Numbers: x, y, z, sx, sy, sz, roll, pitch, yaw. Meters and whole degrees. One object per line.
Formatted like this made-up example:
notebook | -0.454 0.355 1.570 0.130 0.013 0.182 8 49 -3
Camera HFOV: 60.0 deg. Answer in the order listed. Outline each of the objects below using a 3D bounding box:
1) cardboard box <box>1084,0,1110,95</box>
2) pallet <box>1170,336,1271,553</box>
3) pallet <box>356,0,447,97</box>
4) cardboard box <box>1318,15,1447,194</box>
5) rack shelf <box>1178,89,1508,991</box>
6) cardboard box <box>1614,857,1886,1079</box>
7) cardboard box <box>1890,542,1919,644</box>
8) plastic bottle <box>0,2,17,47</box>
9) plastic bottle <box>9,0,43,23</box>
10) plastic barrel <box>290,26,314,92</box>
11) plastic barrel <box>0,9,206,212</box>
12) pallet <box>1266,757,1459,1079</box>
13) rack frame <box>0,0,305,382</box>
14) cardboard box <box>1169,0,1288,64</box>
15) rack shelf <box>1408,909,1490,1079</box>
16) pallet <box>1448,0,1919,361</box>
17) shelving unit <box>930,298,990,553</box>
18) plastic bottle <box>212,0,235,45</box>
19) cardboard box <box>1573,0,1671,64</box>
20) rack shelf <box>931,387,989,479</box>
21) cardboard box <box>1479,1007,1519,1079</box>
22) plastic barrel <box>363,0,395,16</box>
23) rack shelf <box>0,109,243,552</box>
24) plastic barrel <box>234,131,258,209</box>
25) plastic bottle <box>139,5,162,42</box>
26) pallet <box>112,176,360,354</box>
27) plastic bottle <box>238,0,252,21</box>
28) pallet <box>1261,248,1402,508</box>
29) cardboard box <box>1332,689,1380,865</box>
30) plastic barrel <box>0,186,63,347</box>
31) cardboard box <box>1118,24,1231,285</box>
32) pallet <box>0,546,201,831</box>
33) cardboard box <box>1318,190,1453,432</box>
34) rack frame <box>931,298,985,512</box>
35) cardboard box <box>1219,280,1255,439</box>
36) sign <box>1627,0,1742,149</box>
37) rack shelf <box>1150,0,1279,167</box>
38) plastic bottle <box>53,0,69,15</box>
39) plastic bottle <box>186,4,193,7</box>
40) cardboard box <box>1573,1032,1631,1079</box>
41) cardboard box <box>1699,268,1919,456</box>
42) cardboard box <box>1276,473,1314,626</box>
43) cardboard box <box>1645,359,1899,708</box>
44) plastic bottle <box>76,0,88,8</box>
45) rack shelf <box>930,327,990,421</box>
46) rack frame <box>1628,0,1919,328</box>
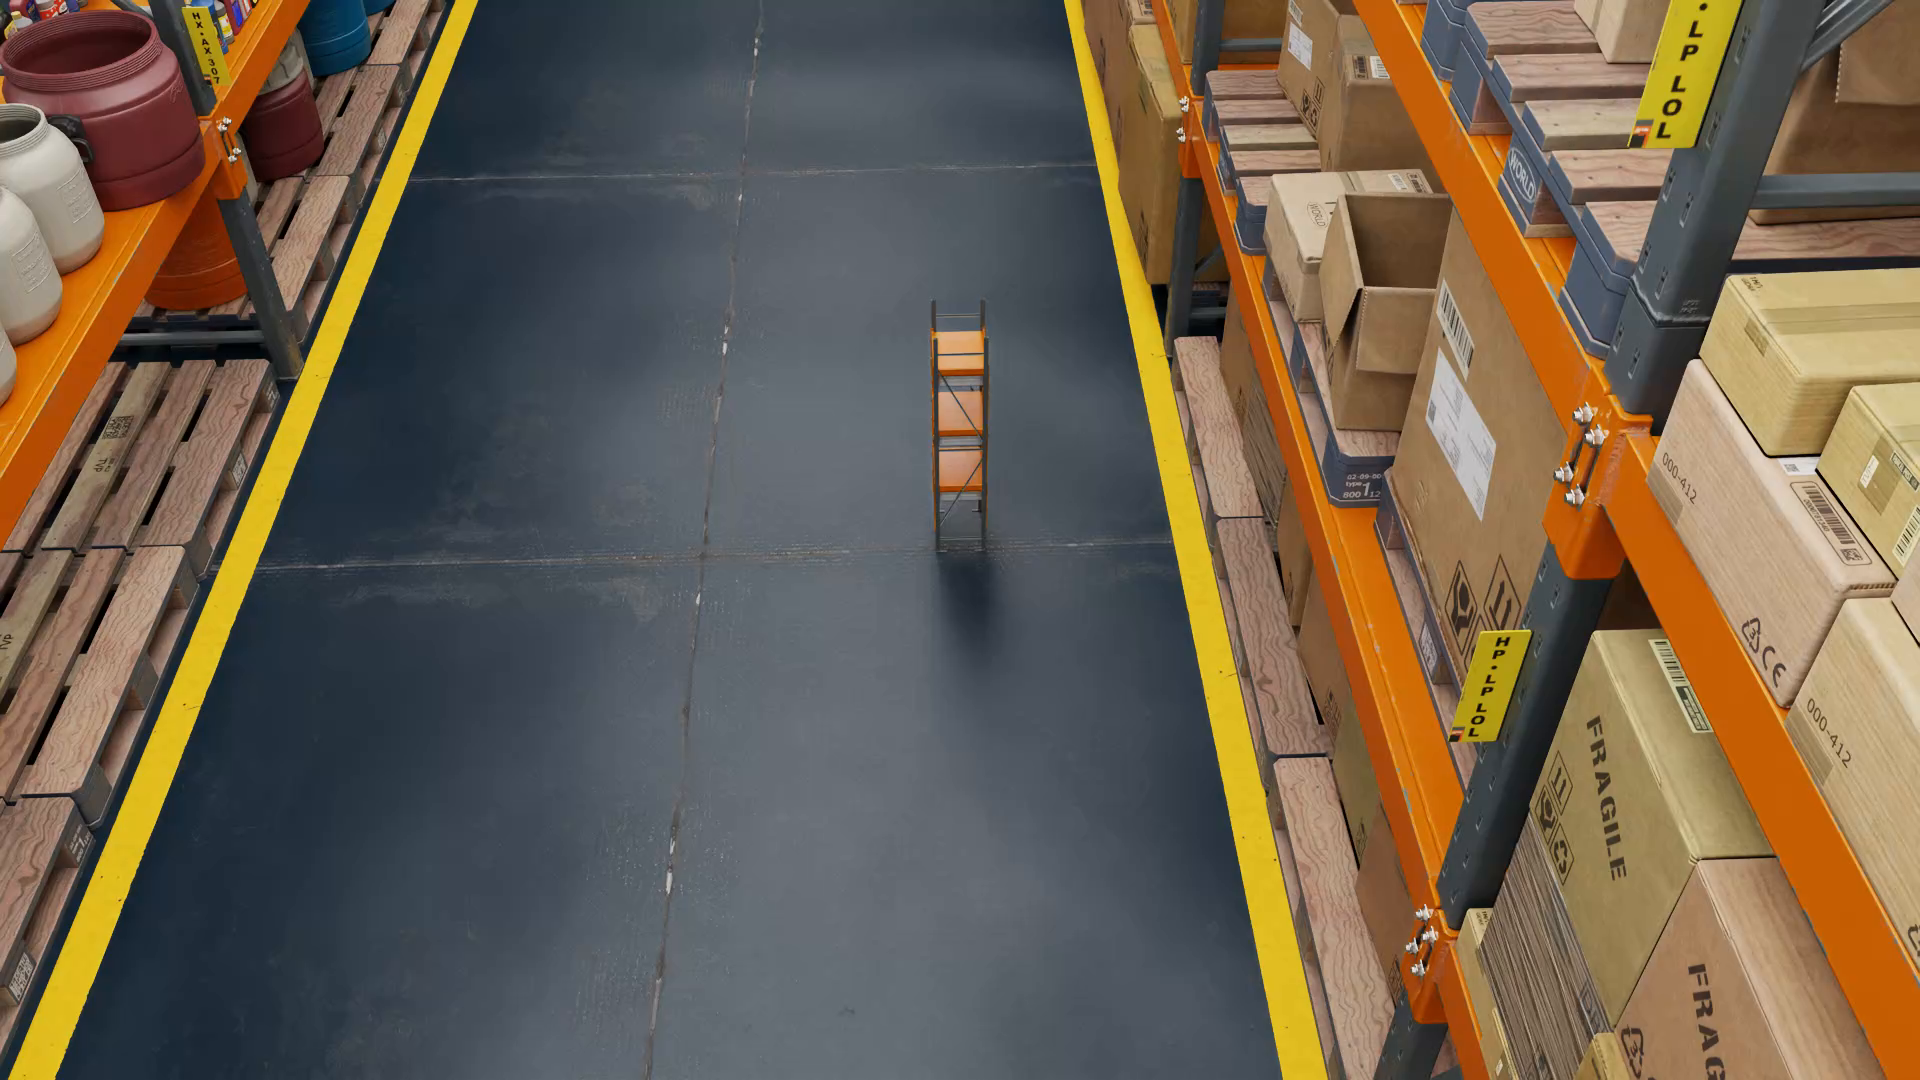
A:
cardboard box | 1.364 -3.031 9.099 1.225 0.875 0.875 -3 43 -3
pallet | 1.480 -0.438 7.072 1.003 0.211 1.213 -2 43 -2
pallet | -3.679 -3.002 9.869 1.003 0.211 1.213 -2 43 -2
cardboard box | 1.635 -1.448 5.725 0.700 0.500 0.500 4 43 5
rack shelf | 1.533 -0.379 5.476 1.077 0.370 4.000 -2 43 -2
cardboard box | 1.406 0.840 2.580 0.500 0.500 0.500 -2 43 -2
cardboard box | 1.394 0.099 2.018 0.380 0.149 0.250 -1 43 -1
plastic bottle | -3.944 -2.070 6.874 0.061 0.283 0.133 -2 43 -2
plastic bottle | -3.953 -2.225 7.044 0.061 0.283 0.133 -2 43 -2
plastic barrel | -3.699 -2.560 8.854 0.421 0.512 0.421 0 43 0
plastic barrel | -3.178 -1.597 6.172 0.600 0.536 0.708 -2 43 -2
pallet | 1.584 1.209 5.275 1.003 0.211 1.213 -2 43 -2
rack frame | -3.500 -1.852 6.550 1.000 3.000 0.127 -2 43 -2
cardboard box | 1.180 -2.357 7.027 0.500 0.500 0.500 0 43 0
rack shelf | 1.703 2.322 2.530 1.077 0.370 4.000 -2 43 -2
pallet | 1.698 -0.750 3.267 1.213 0.211 1.003 -2 43 -2
shelving unit | -0.002 -0.423 6.435 0.215 1.050 0.252 -2 43 -2
plastic bottle | -3.177 -2.225 7.104 0.097 0.201 0.097 0 43 0
cardboard box | 1.478 -1.136 3.339 0.396 0.266 0.258 0 43 0
rack shelf | -0.002 -0.415 6.442 0.215 0.259 0.240 -2 43 -2
cardboard box | 1.324 1.122 3.492 0.380 0.149 0.250 -2 43 -2
plastic barrel | -3.664 -3.566 9.662 0.600 0.901 0.708 -2 43 -2
rack shelf | -3.415 -0.236 5.320 1.077 0.370 4.000 -2 43 -2
plastic barrel | -3.651 -1.798 8.022 0.421 0.512 0.421 0 43 0
plastic bottle | -3.348 -2.103 6.916 0.152 0.276 0.135 -2 43 -2
pallet | -3.575 -1.355 8.072 1.003 0.211 1.213 -2 43 -2
plastic bottle | -3.215 -2.420 7.262 0.152 0.276 0.135 -2 43 -2
pallet | 1.573 -0.588 5.314 1.003 0.211 1.213 -2 43 -2
cardboard box | 1.612 0.728 5.260 0.700 0.500 0.500 -2 43 -2
plastic barrel | -3.225 -0.920 5.451 0.421 0.512 0.421 0 43 0
cardboard box | 1.440 -1.832 7.790 1.225 0.875 0.875 -3 43 -4
pallet | -3.457 0.522 6.025 1.003 0.211 1.213 -2 43 -2
cardboard box | 1.452 -0.654 4.857 0.797 0.503 0.637 2 43 3
rack frame | -0.007 -0.505 6.525 0.200 1.050 0.008 -2 43 -2
cardboard box | 1.497 -0.783 6.909 0.700 0.500 0.500 -4 43 -4
sign | 1.064 -0.717 2.418 0.100 0.325 0.005 -2 43 -2
rack shelf | 1.363 -3.079 8.422 1.077 0.370 4.000 -2 43 -2
plastic bottle | -3.944 -2.339 7.229 0.097 0.201 0.097 0 43 0
plastic bottle | -3.196 -2.108 6.921 0.152 0.276 0.135 -2 43 -2
cardboard box | 1.562 1.204 2.922 0.875 0.500 0.500 -2 43 -2
cardboard box | 1.324 -0.263 2.413 0.380 0.149 0.250 -3 43 -3
cardboard box | 1.564 -0.026 6.083 0.700 0.500 0.500 2 43 2
cardboard box | 1.382 -0.033 2.457 0.500 0.250 0.500 -3 43 -3
plastic bottle | -3.952 -2.471 7.373 0.097 0.201 0.097 0 43 0
rack shelf | -0.002 -0.625 6.250 0.215 0.259 0.240 -2 43 -2
rack frame | 1.618 -1.505 1.732 1.000 3.000 0.127 -2 43 -2
